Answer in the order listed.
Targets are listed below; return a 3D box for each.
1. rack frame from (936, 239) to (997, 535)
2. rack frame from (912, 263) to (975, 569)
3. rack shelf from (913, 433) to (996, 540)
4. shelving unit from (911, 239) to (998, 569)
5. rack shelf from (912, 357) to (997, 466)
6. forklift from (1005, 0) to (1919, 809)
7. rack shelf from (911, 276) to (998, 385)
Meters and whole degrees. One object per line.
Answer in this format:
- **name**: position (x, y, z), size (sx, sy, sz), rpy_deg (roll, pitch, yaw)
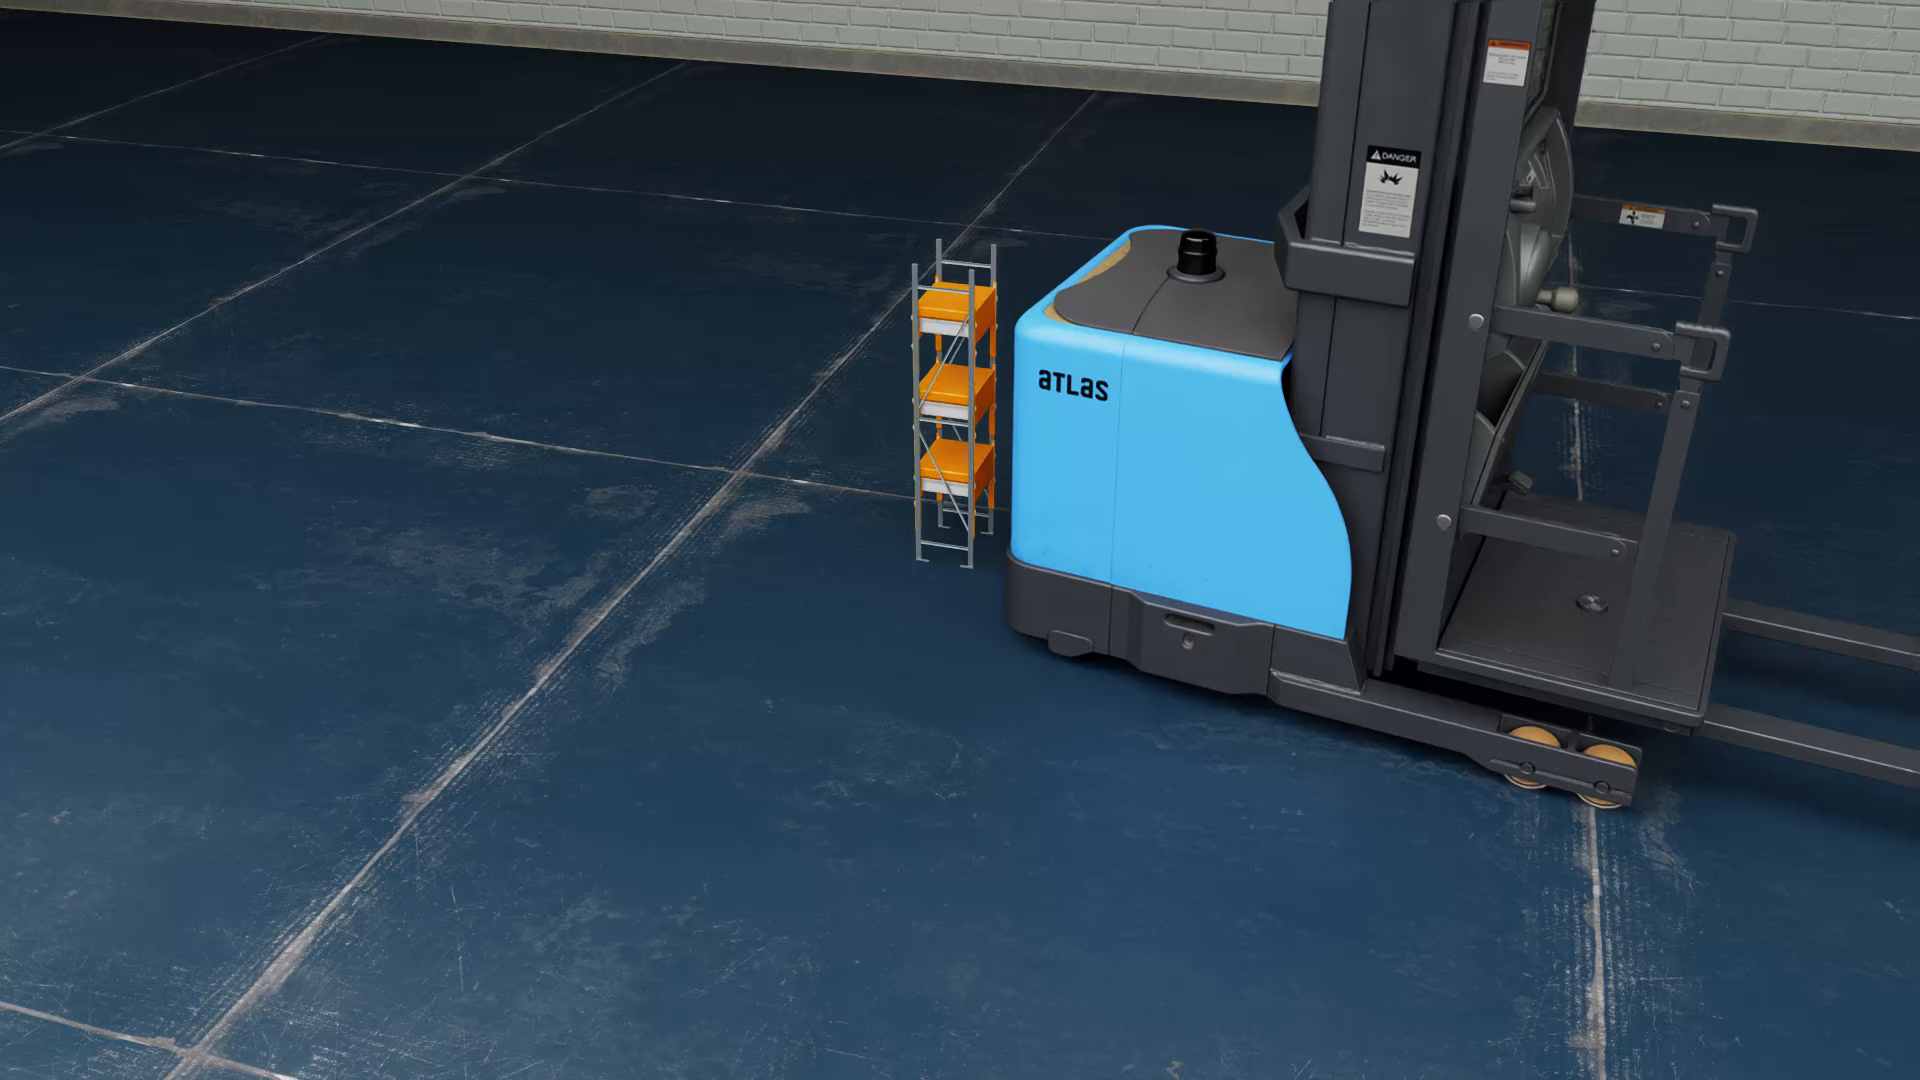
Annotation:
- **rack frame**: position (0.020, -0.491, 5.552), size (0.200, 1.050, 0.008), rpy_deg (8, 30, 15)
- **rack frame**: position (-0.052, -0.377, 5.348), size (0.200, 1.050, 0.008), rpy_deg (8, 30, 15)
- **rack shelf**: position (-0.016, -0.182, 5.590), size (0.215, 0.259, 0.240), rpy_deg (8, 30, 15)
- **shelving unit**: position (-0.016, -0.434, 5.450), size (0.215, 1.050, 0.252), rpy_deg (8, 30, 15)
- **rack shelf**: position (-0.016, -0.425, 5.455), size (0.215, 0.259, 0.240), rpy_deg (8, 30, 15)
- **forklift**: position (1.695, -0.857, 4.276), size (3.031, 2.935, 1.130), rpy_deg (13, 32, 23)
- **rack shelf**: position (-0.016, -0.673, 5.317), size (0.215, 0.259, 0.240), rpy_deg (8, 30, 15)
